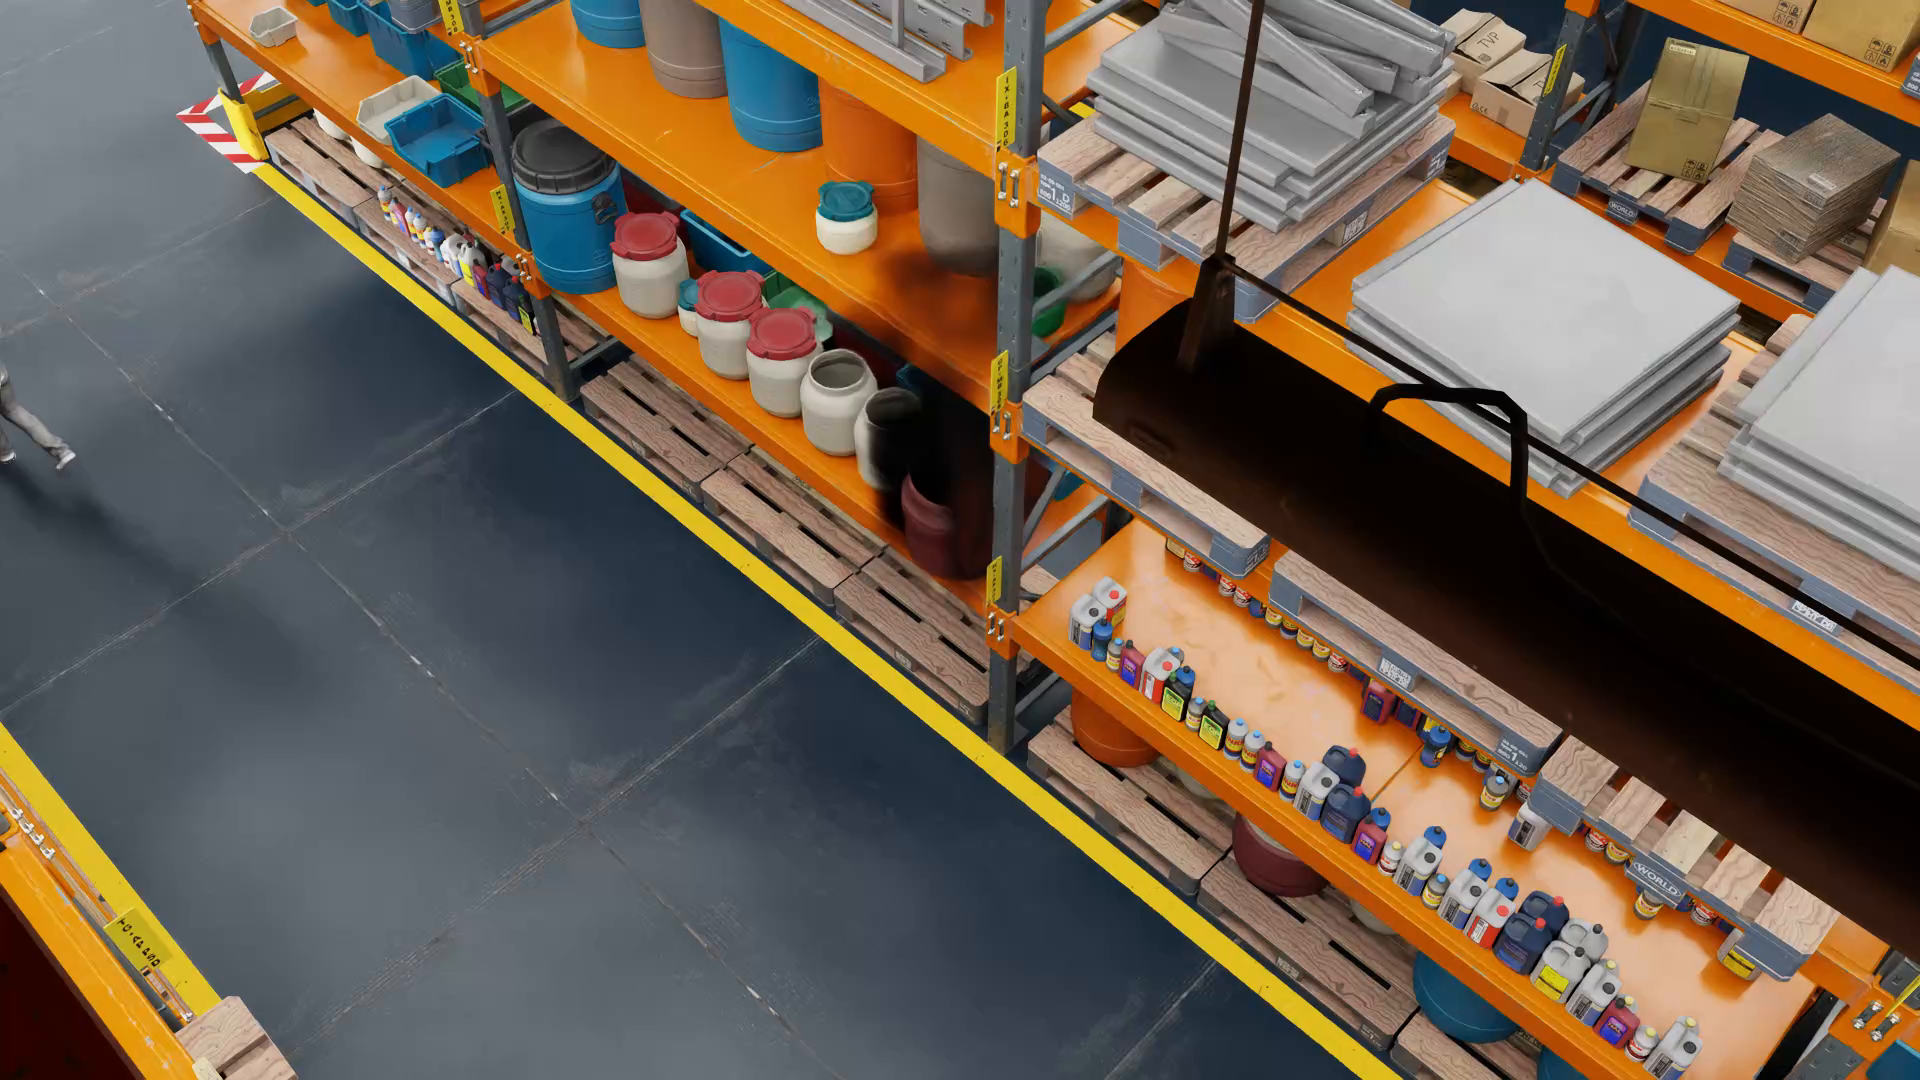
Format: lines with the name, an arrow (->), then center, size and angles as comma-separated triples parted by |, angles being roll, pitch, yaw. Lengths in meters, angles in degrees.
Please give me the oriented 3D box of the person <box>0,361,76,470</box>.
person -> -5.985, -0.969, 10.140 | 0.867, 1.574, 0.541 | 22, 53, 17
